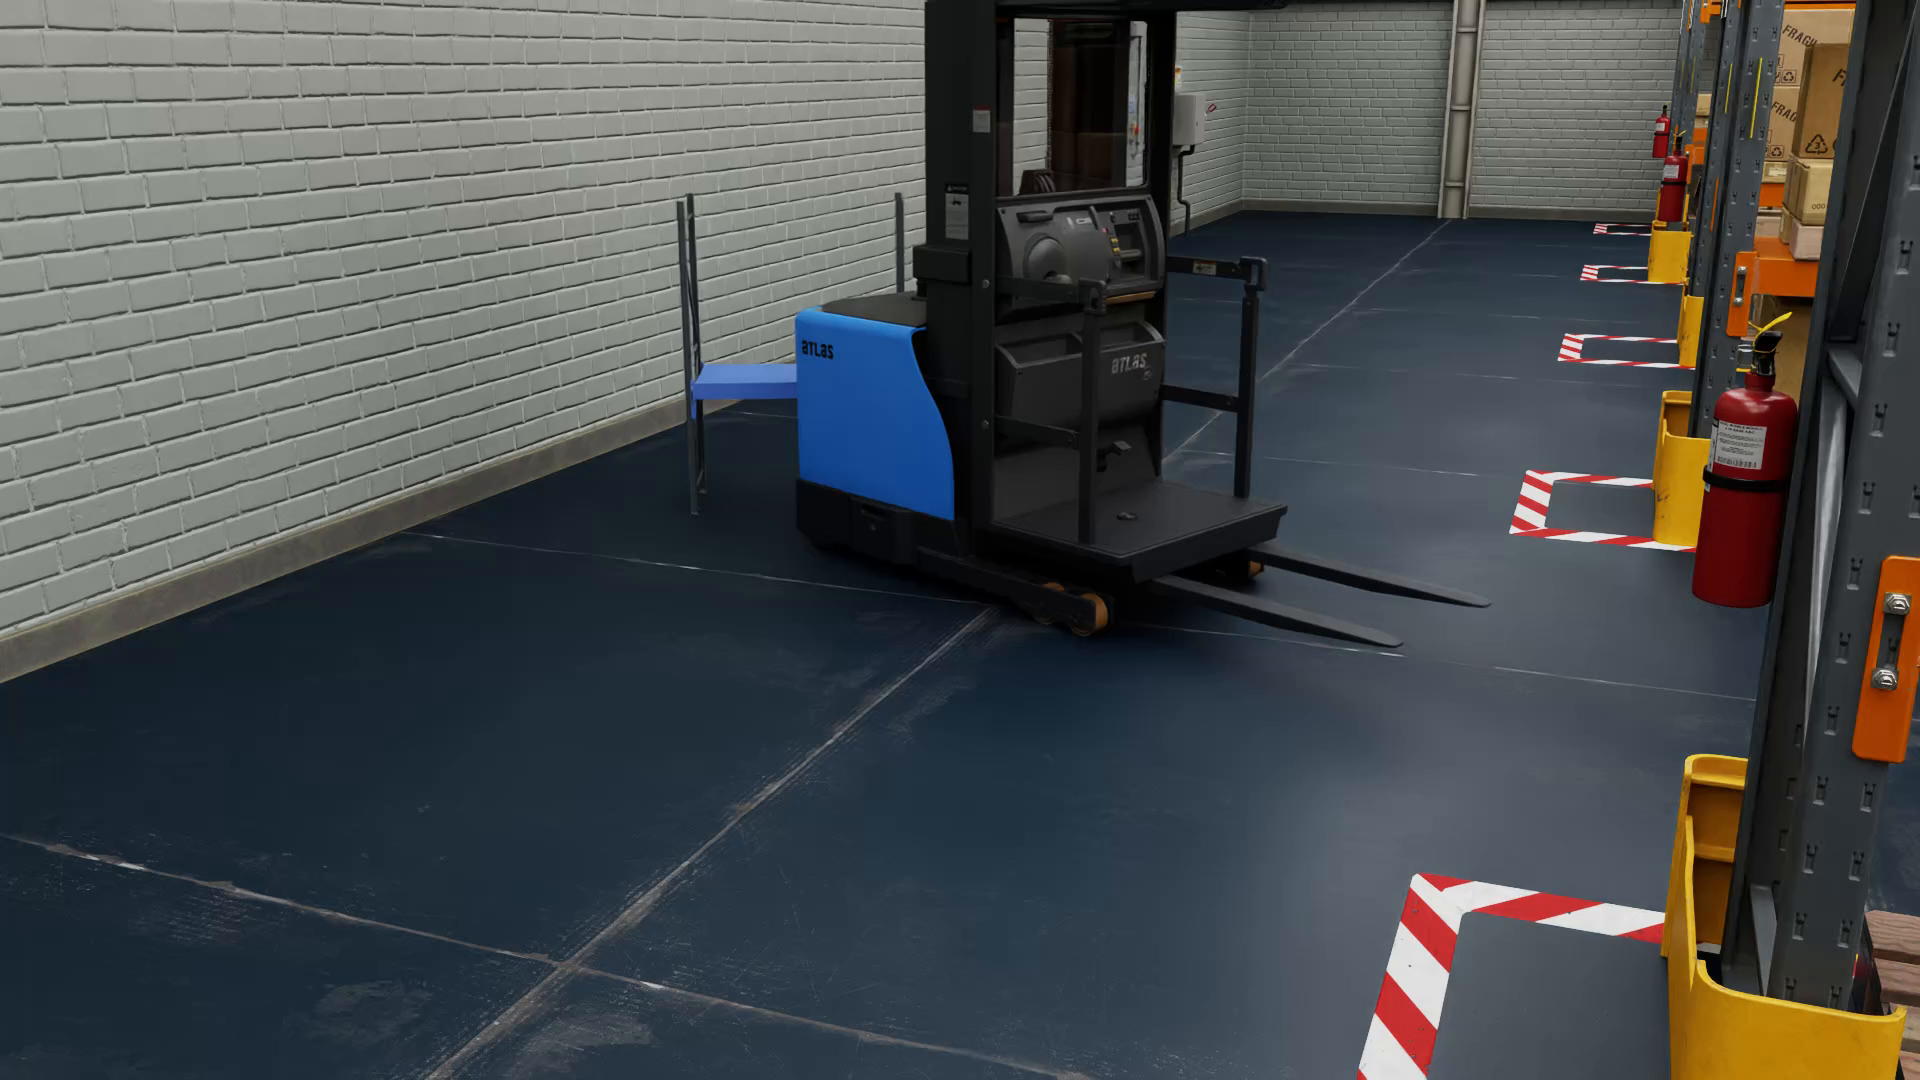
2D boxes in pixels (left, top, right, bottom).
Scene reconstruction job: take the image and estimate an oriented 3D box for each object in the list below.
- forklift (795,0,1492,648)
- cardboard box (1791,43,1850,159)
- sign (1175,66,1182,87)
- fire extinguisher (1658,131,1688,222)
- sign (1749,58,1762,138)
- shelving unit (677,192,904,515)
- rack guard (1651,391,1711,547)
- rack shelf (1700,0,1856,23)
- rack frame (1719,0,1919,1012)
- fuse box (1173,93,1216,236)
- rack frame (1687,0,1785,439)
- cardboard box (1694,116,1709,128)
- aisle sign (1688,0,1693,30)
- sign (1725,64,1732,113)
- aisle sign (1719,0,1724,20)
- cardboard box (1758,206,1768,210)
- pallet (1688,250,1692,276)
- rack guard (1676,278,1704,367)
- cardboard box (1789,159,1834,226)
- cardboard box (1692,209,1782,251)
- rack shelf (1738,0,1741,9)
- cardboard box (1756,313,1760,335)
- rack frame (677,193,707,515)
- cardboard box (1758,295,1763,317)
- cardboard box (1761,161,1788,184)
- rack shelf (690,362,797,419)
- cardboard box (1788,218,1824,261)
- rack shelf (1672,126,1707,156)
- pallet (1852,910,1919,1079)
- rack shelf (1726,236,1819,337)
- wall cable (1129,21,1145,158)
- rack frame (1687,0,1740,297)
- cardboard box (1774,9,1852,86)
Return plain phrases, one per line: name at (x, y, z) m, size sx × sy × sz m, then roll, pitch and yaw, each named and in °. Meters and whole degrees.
forklift at (0.647, -1.198, 6.544) m, size 1.130 × 2.935 × 3.031 m, roll -15°, pitch 22°, yaw -42°
cardboard box at (4.124, -2.007, 7.597) m, size 0.500 × 0.500 × 0.500 m, roll 7°, pitch 17°, yaw 21°
sign at (2.650, -5.632, 20.212) m, size 0.001 × 0.242 × 0.339 m, roll 6°, pitch 17°, yaw 21°
fire extinguisher at (5.424, -2.763, 12.618) m, size 0.183 × 0.674 × 0.296 m, roll 6°, pitch 17°, yaw 21°
sign at (3.365, -1.868, 7.034) m, size 0.005 × 0.325 × 0.100 m, roll 6°, pitch 17°, yaw 21°
shelving unit at (-0.800, -0.919, 8.150) m, size 1.048 × 1.500 × 0.538 m, roll -1°, pitch 16°, yaw -3°
rack guard at (3.552, -0.360, 8.016) m, size 0.348 × 0.500 × 1.175 m, roll 6°, pitch 17°, yaw 21°
rack shelf at (9.071, -5.018, 15.490) m, size 4.000 × 0.370 × 1.077 m, roll 6°, pitch 17°, yaw 21°
rack frame at (1.757, -0.273, 3.234) m, size 0.127 × 3.000 × 1.000 m, roll 6°, pitch 17°, yaw 21°
fuse box at (2.863, -4.610, 20.483) m, size 0.414 × 1.711 × 0.539 m, roll 6°, pitch 17°, yaw 21°
rack frame at (3.575, -1.558, 7.659) m, size 0.127 × 3.000 × 1.000 m, roll 6°, pitch 17°, yaw 21°
cardboard box at (9.234, -5.190, 20.622) m, size 0.250 × 0.149 × 0.380 m, roll 6°, pitch 17°, yaw 20°
aisle sign at (7.258, -5.464, 16.452) m, size 0.004 × 0.787 × 0.394 m, roll 6°, pitch 17°, yaw 21°
sign at (5.290, -3.109, 11.449) m, size 0.005 × 0.325 × 0.100 m, roll 6°, pitch 17°, yaw 21°
aisle sign at (5.531, -4.167, 11.986) m, size 0.004 × 0.787 × 0.394 m, roll 6°, pitch 17°, yaw 21°
cardboard box at (9.944, -4.107, 20.802) m, size 0.250 × 0.149 × 0.380 m, roll 6°, pitch 17°, yaw 18°
pallet at (7.983, -2.727, 16.689) m, size 1.213 × 0.211 × 1.003 m, roll 6°, pitch 17°, yaw 21°
rack guard at (5.559, -1.626, 12.376) m, size 0.348 × 0.500 × 1.175 m, roll 6°, pitch 17°, yaw 21°
cardboard box at (3.922, -1.509, 7.228) m, size 0.500 × 0.250 × 0.500 m, roll 6°, pitch 17°, yaw 19°
cardboard box at (7.861, -3.058, 16.668) m, size 0.875 × 0.438 × 0.875 m, roll 6°, pitch 17°, yaw 19°
rack shelf at (7.349, -3.724, 11.032) m, size 4.000 × 0.370 × 1.077 m, roll 6°, pitch 17°, yaw 21°
cardboard box at (5.858, -1.530, 11.923) m, size 0.250 × 0.149 × 0.380 m, roll 7°, pitch 17°, yaw 22°
rack frame at (-1.307, -0.911, 8.123) m, size 0.032 × 1.500 × 0.500 m, roll -1°, pitch 16°, yaw -3°
cardboard box at (5.882, -1.689, 11.938) m, size 0.250 × 0.149 × 0.380 m, roll 7°, pitch 18°, yaw 23°
cardboard box at (5.670, -2.595, 11.683) m, size 0.250 × 0.149 × 0.380 m, roll 6°, pitch 17°, yaw 20°
rack shelf at (-0.800, -0.747, 8.200) m, size 1.000 × 0.185 × 0.538 m, roll -1°, pitch 16°, yaw -3°
cardboard box at (3.784, -1.315, 7.274) m, size 0.250 × 0.149 × 0.380 m, roll 6°, pitch 17°, yaw 21°
rack shelf at (10.889, -4.866, 20.344) m, size 4.000 × 0.370 × 1.077 m, roll 6°, pitch 17°, yaw 21°
pallet at (2.510, 1.160, 3.298) m, size 1.213 × 0.211 × 1.003 m, roll 6°, pitch 17°, yaw 21°
rack shelf at (5.435, -1.008, 7.055) m, size 4.000 × 0.370 × 1.077 m, roll 6°, pitch 17°, yaw 21°
wall cable at (1.957, -5.202, 18.332) m, size 0.123 × 1.953 × 0.585 m, roll 6°, pitch 17°, yaw 21°
rack frame at (5.489, -2.834, 12.055) m, size 0.127 × 3.000 × 1.000 m, roll 6°, pitch 17°, yaw 21°
cardboard box at (5.809, -3.390, 11.464) m, size 0.500 × 0.500 × 0.500 m, roll 6°, pitch 17°, yaw 20°
